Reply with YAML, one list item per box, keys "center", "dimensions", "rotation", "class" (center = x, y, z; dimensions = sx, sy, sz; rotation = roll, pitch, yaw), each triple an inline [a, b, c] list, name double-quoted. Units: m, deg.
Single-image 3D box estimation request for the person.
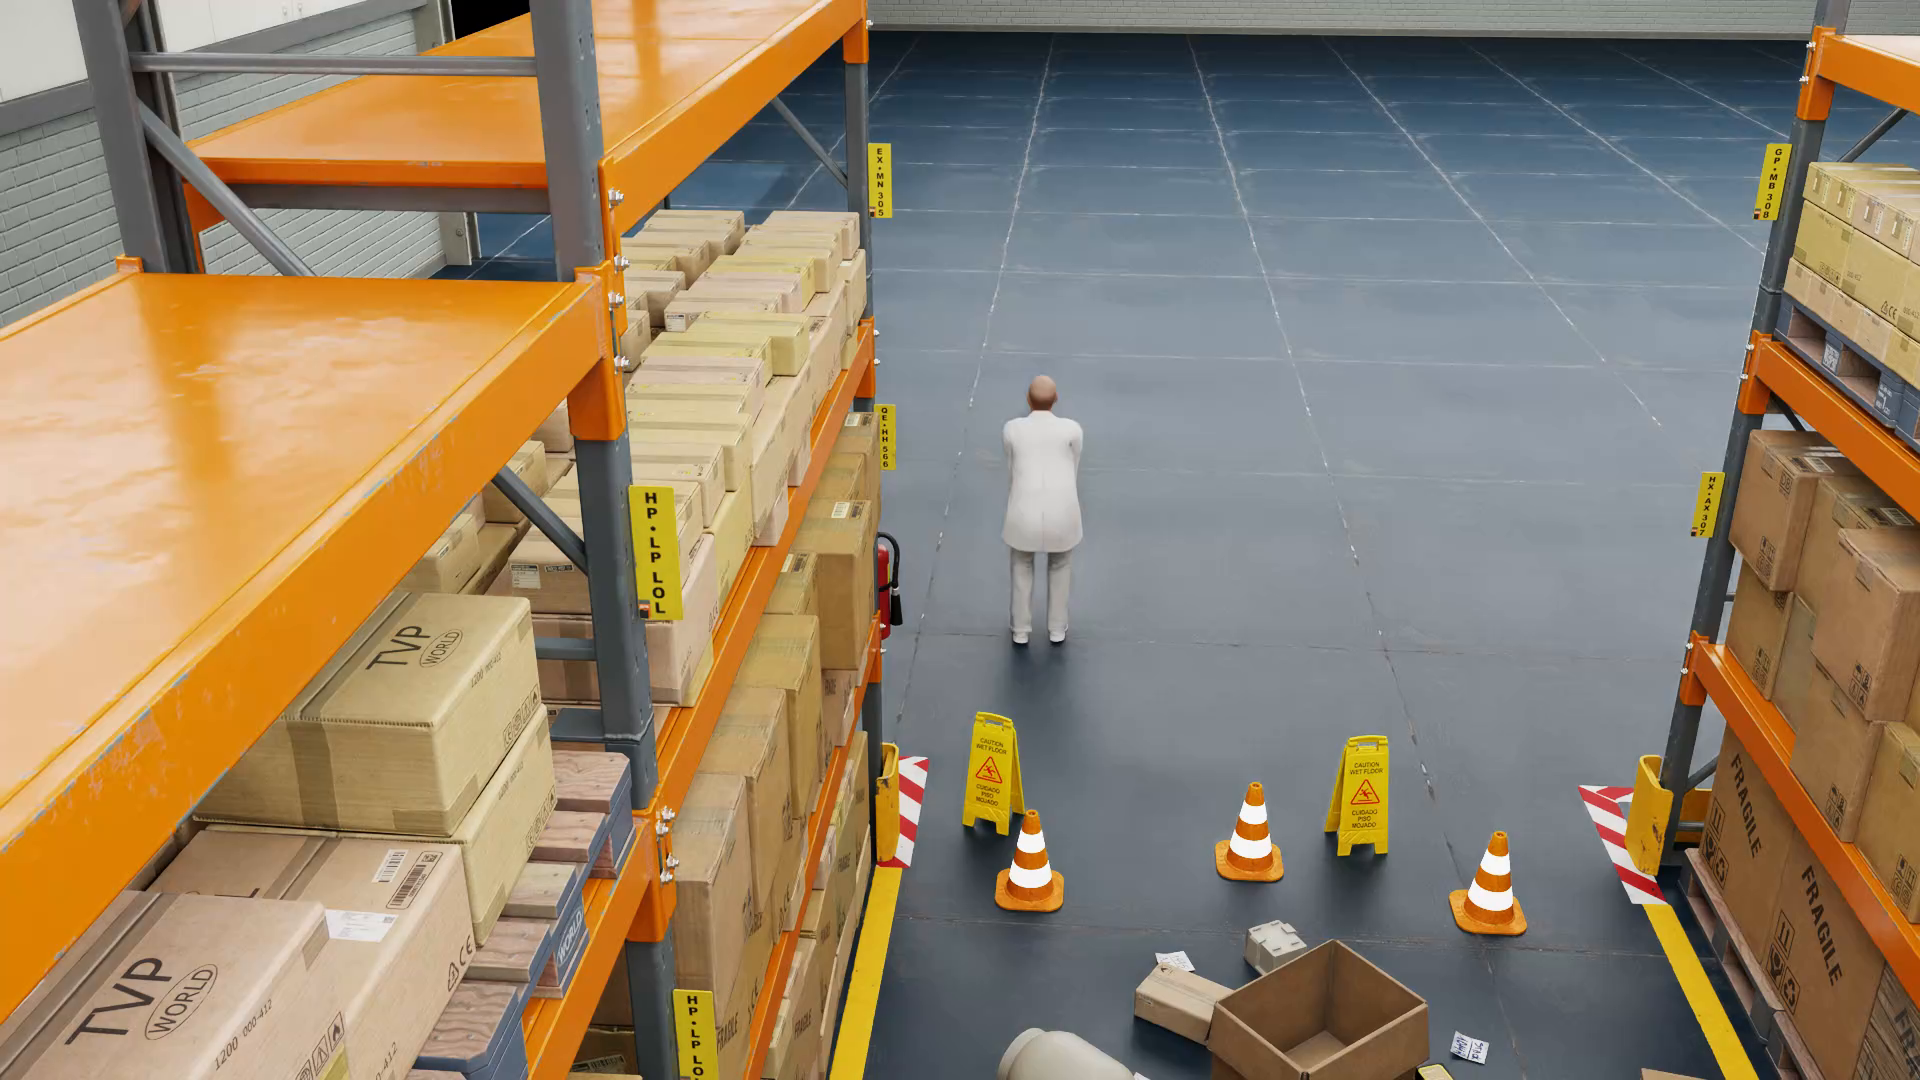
- center: [0.520, -0.226, 10.546]
  dimensions: [0.524, 1.780, 0.555]
  rotation: [1, 24, 3]
  class: "person"
